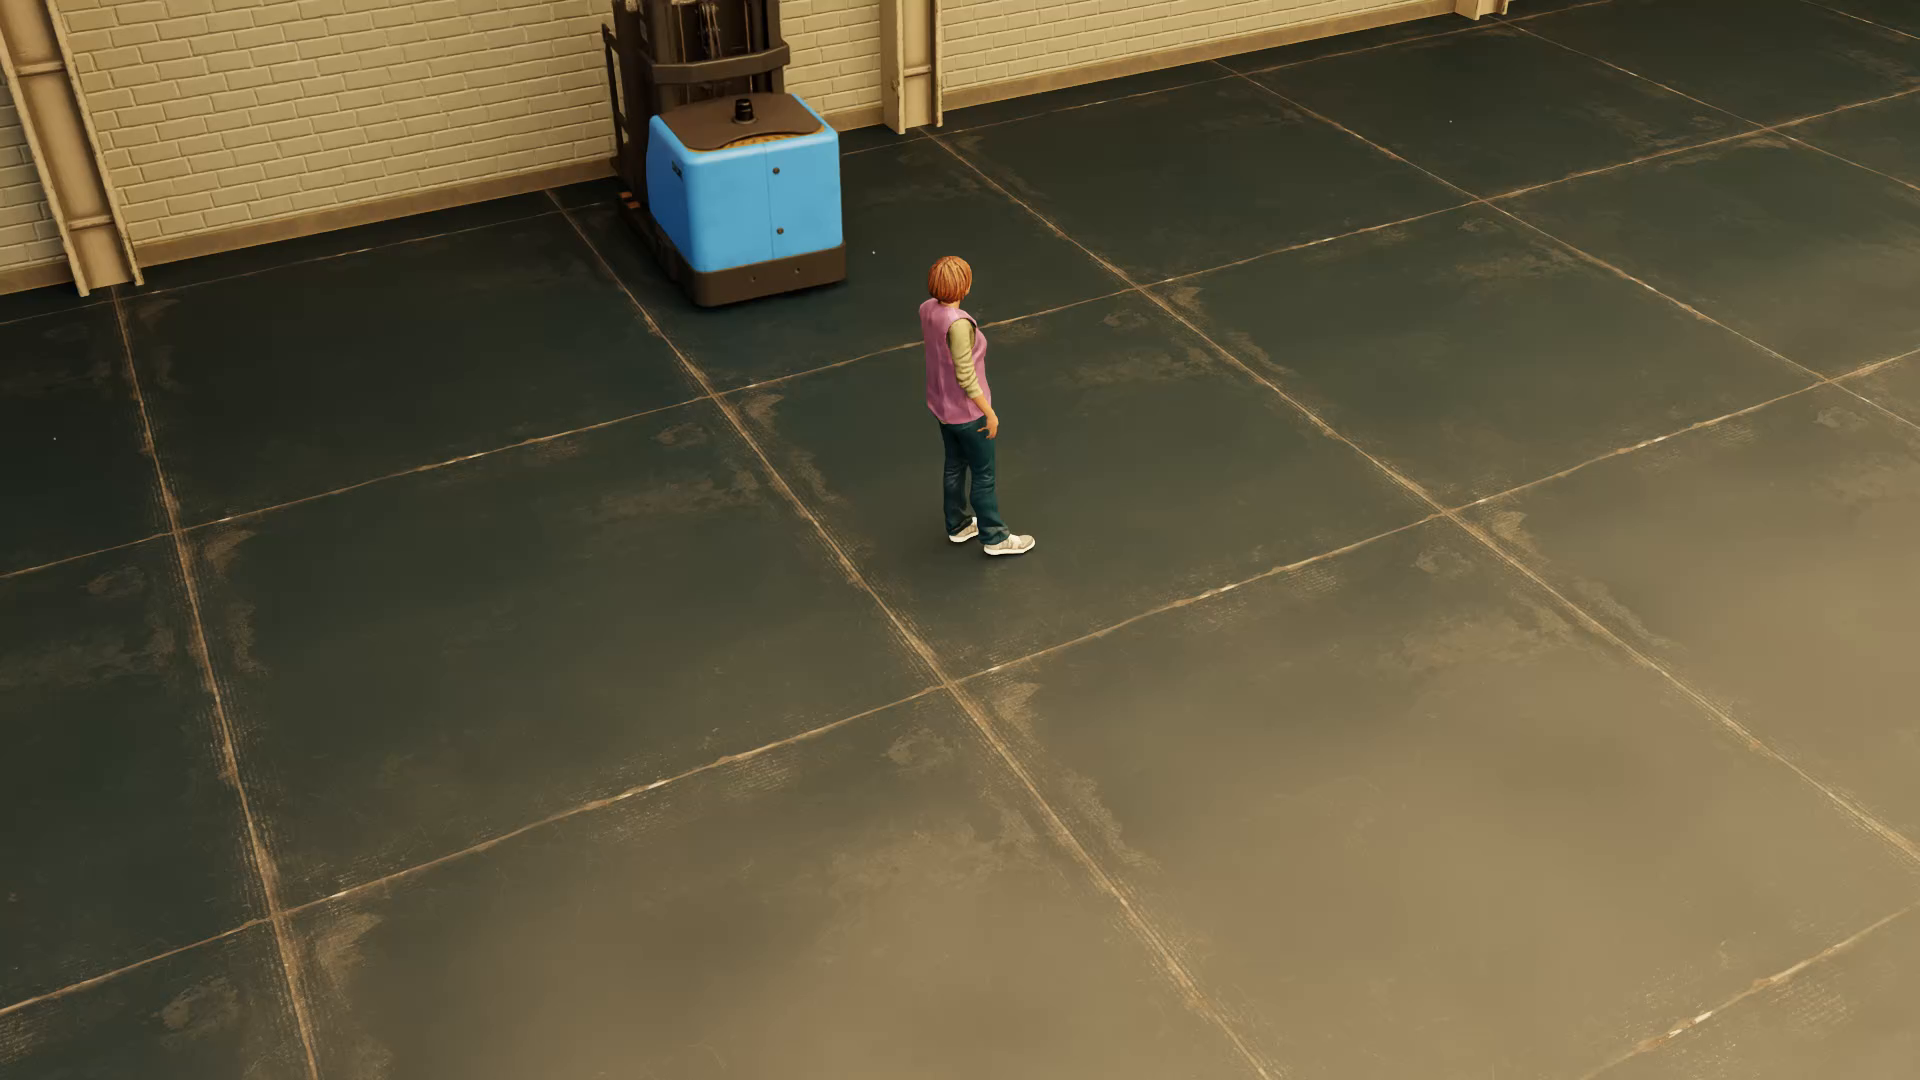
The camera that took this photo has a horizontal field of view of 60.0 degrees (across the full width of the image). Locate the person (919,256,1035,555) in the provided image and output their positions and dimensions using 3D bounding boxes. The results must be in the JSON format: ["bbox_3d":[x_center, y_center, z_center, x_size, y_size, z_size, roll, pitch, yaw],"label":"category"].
[{"bbox_3d":[0.073,-0.671,8.214,0.473,1.599,0.516,-17,39,-23],"label":"person"}]

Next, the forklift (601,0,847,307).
[{"bbox_3d":[-1.828,-3.531,11.118,1.130,2.935,3.031,-15,38,-20],"label":"forklift"}]
